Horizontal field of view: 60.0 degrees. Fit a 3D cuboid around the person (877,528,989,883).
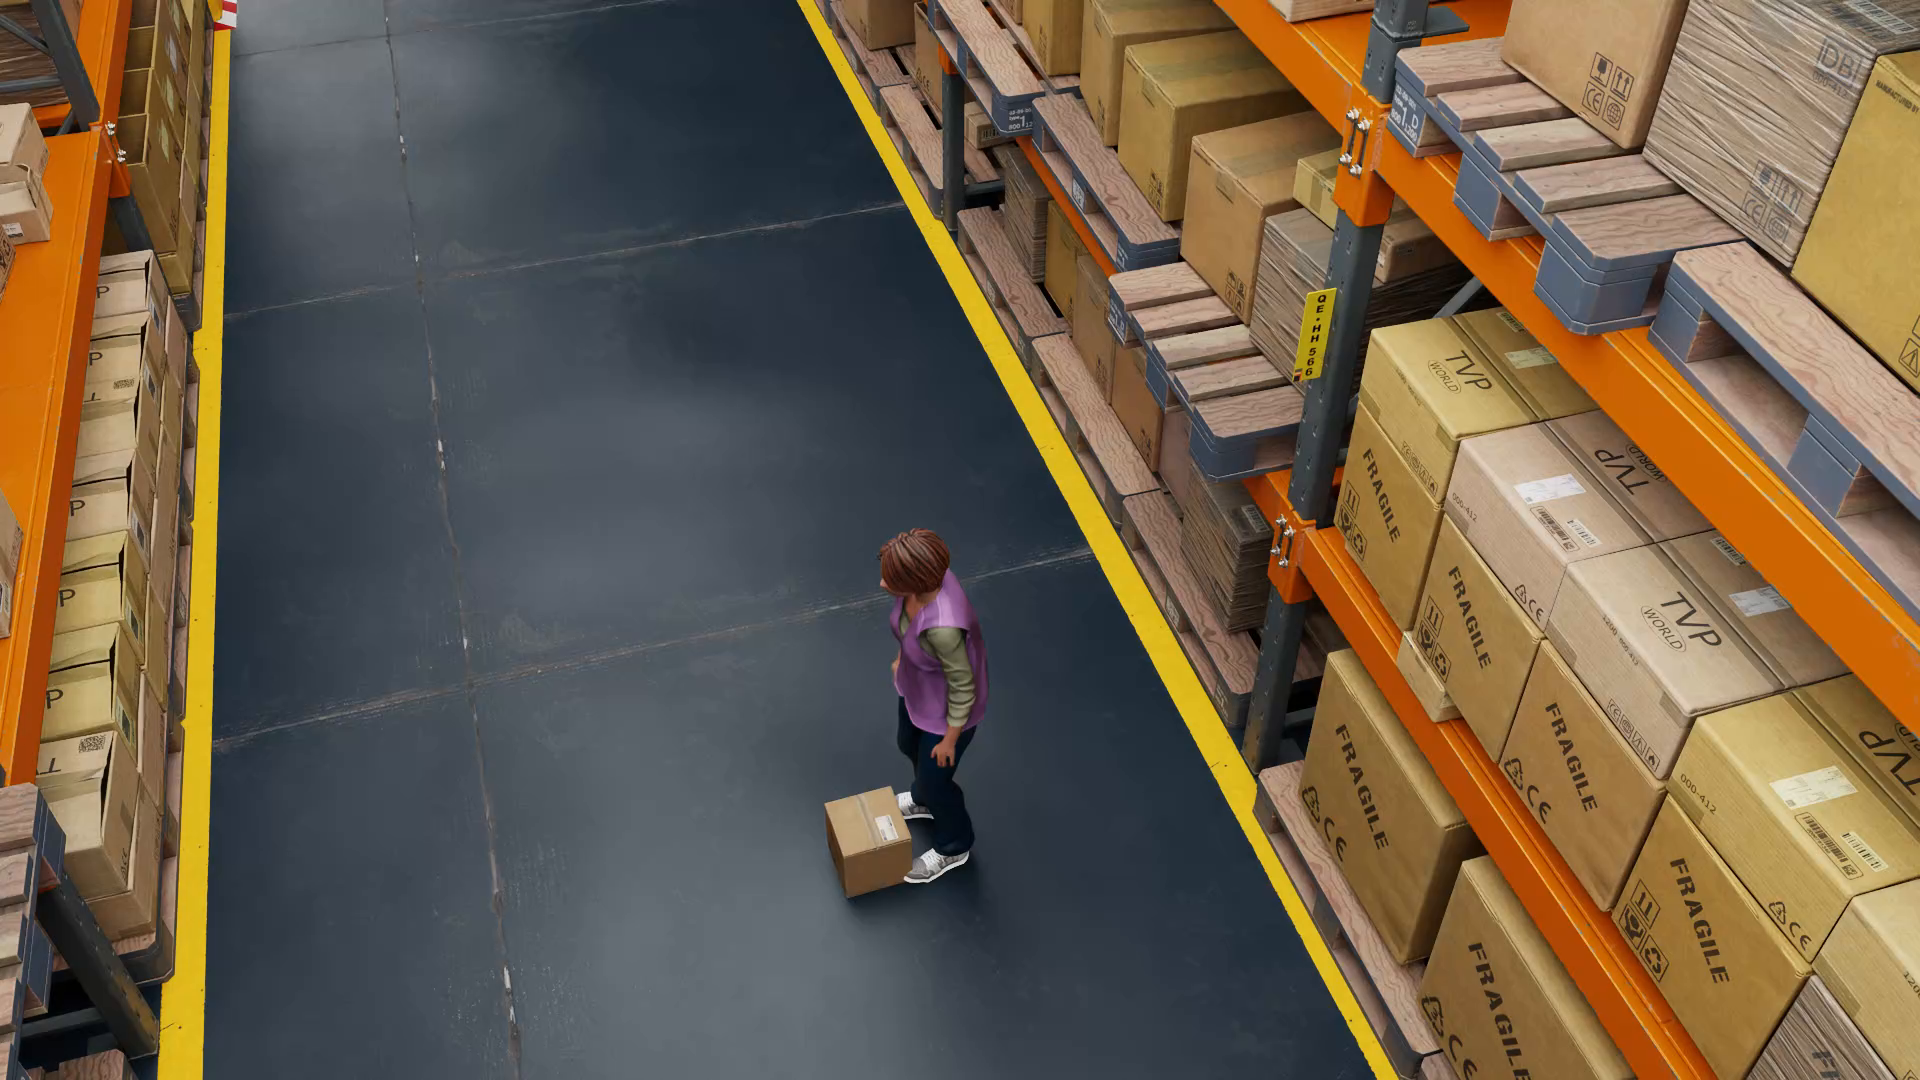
[{"bbox_3d":[-0.095,0.541,5.586,0.343,1.593,0.485,-14,45,-15],"label":"person"}]
